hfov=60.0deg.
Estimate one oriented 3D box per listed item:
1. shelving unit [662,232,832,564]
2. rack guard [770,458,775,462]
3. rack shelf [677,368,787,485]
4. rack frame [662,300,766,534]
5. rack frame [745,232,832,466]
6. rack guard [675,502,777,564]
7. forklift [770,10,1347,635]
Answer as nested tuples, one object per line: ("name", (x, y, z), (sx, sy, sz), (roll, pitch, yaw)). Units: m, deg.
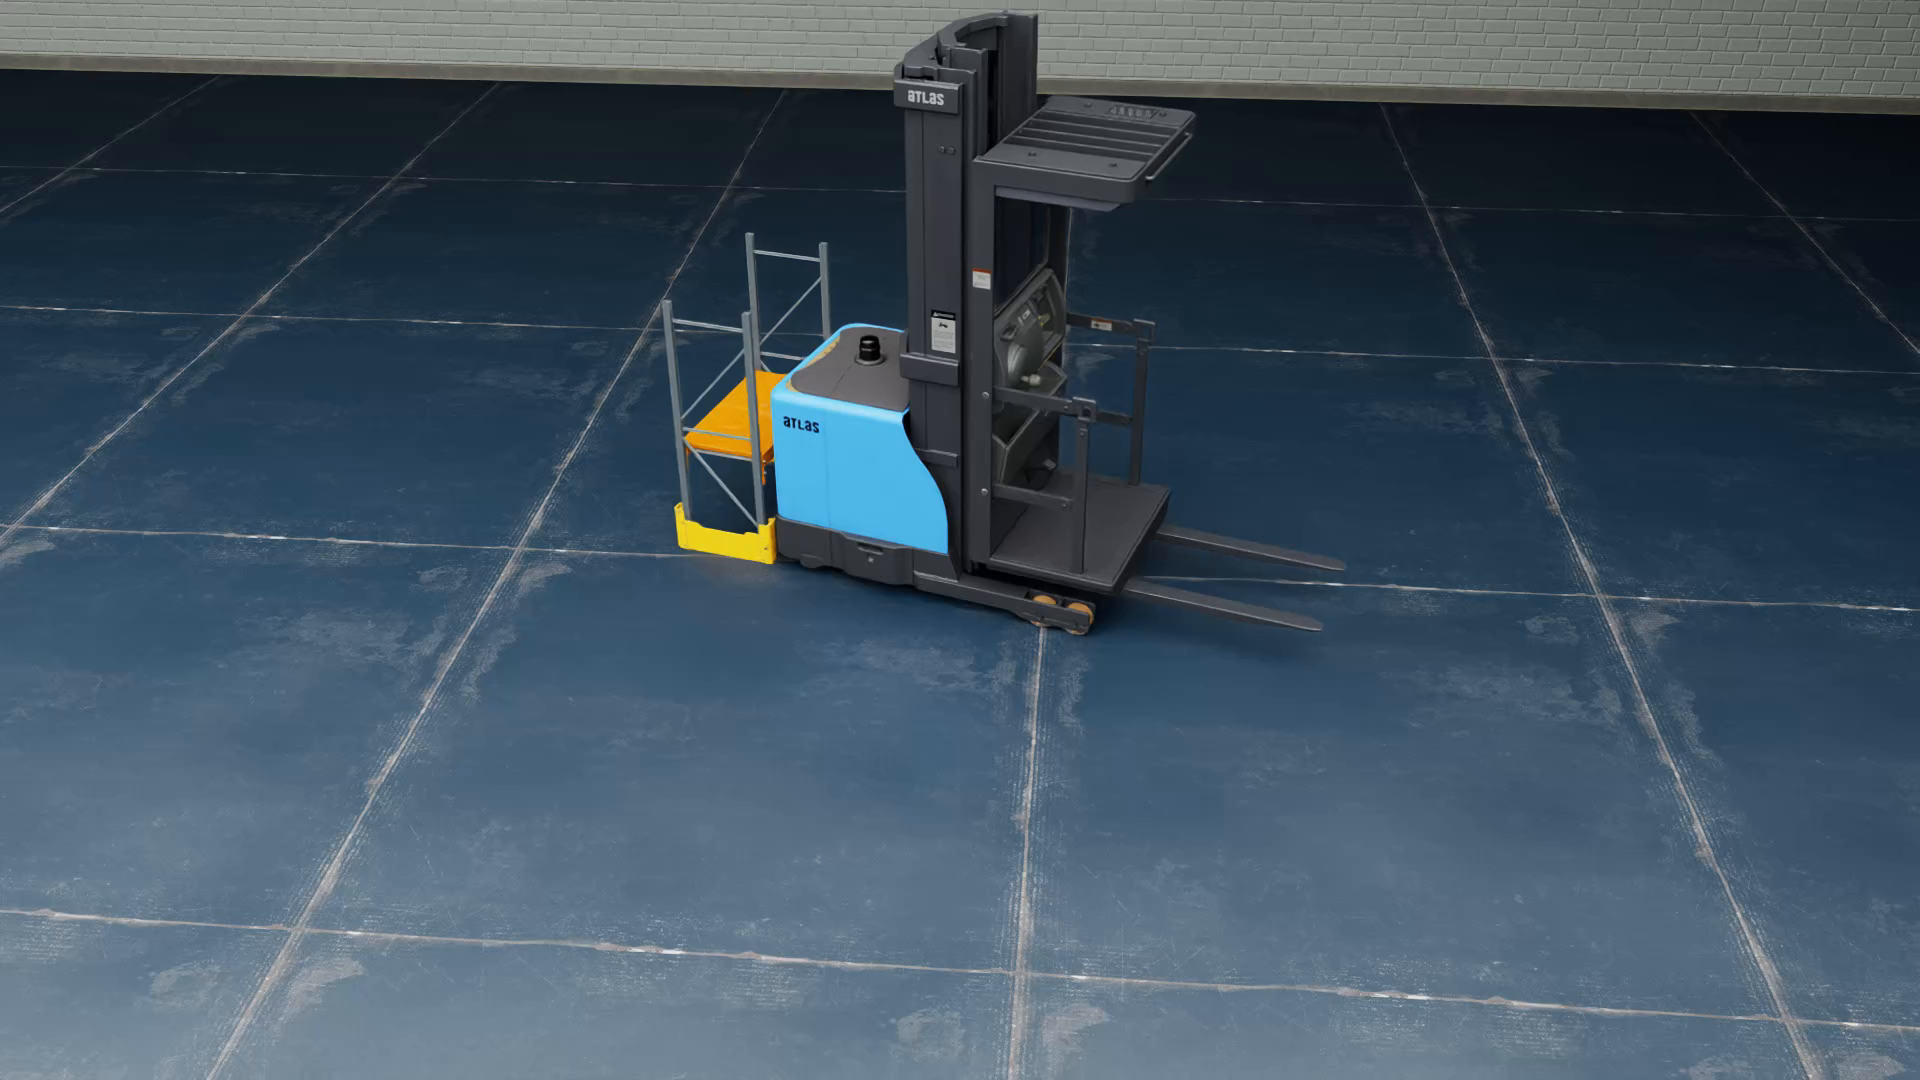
("shelving unit", (-1.156, -0.819, 9.429), (0.587, 1.500, 1.083), (10, 33, 16))
("rack guard", (-0.994, -0.534, 10.158), (0.587, 0.250, 0.087), (10, 33, 16))
("rack shelf", (-1.153, -0.670, 9.531), (0.538, 0.185, 1.000), (10, 33, 16))
("rack frame", (-1.318, -0.571, 9.027), (0.500, 1.500, 0.032), (10, 33, 16))
("rack frame", (-0.988, -1.075, 9.846), (0.500, 1.500, 0.032), (10, 33, 16))
("rack guard", (-1.317, -0.039, 9.356), (0.587, 0.250, 0.087), (10, 33, 16))
("forklift", (0.546, -1.066, 8.467), (3.031, 2.935, 1.130), (12, 34, 19))
